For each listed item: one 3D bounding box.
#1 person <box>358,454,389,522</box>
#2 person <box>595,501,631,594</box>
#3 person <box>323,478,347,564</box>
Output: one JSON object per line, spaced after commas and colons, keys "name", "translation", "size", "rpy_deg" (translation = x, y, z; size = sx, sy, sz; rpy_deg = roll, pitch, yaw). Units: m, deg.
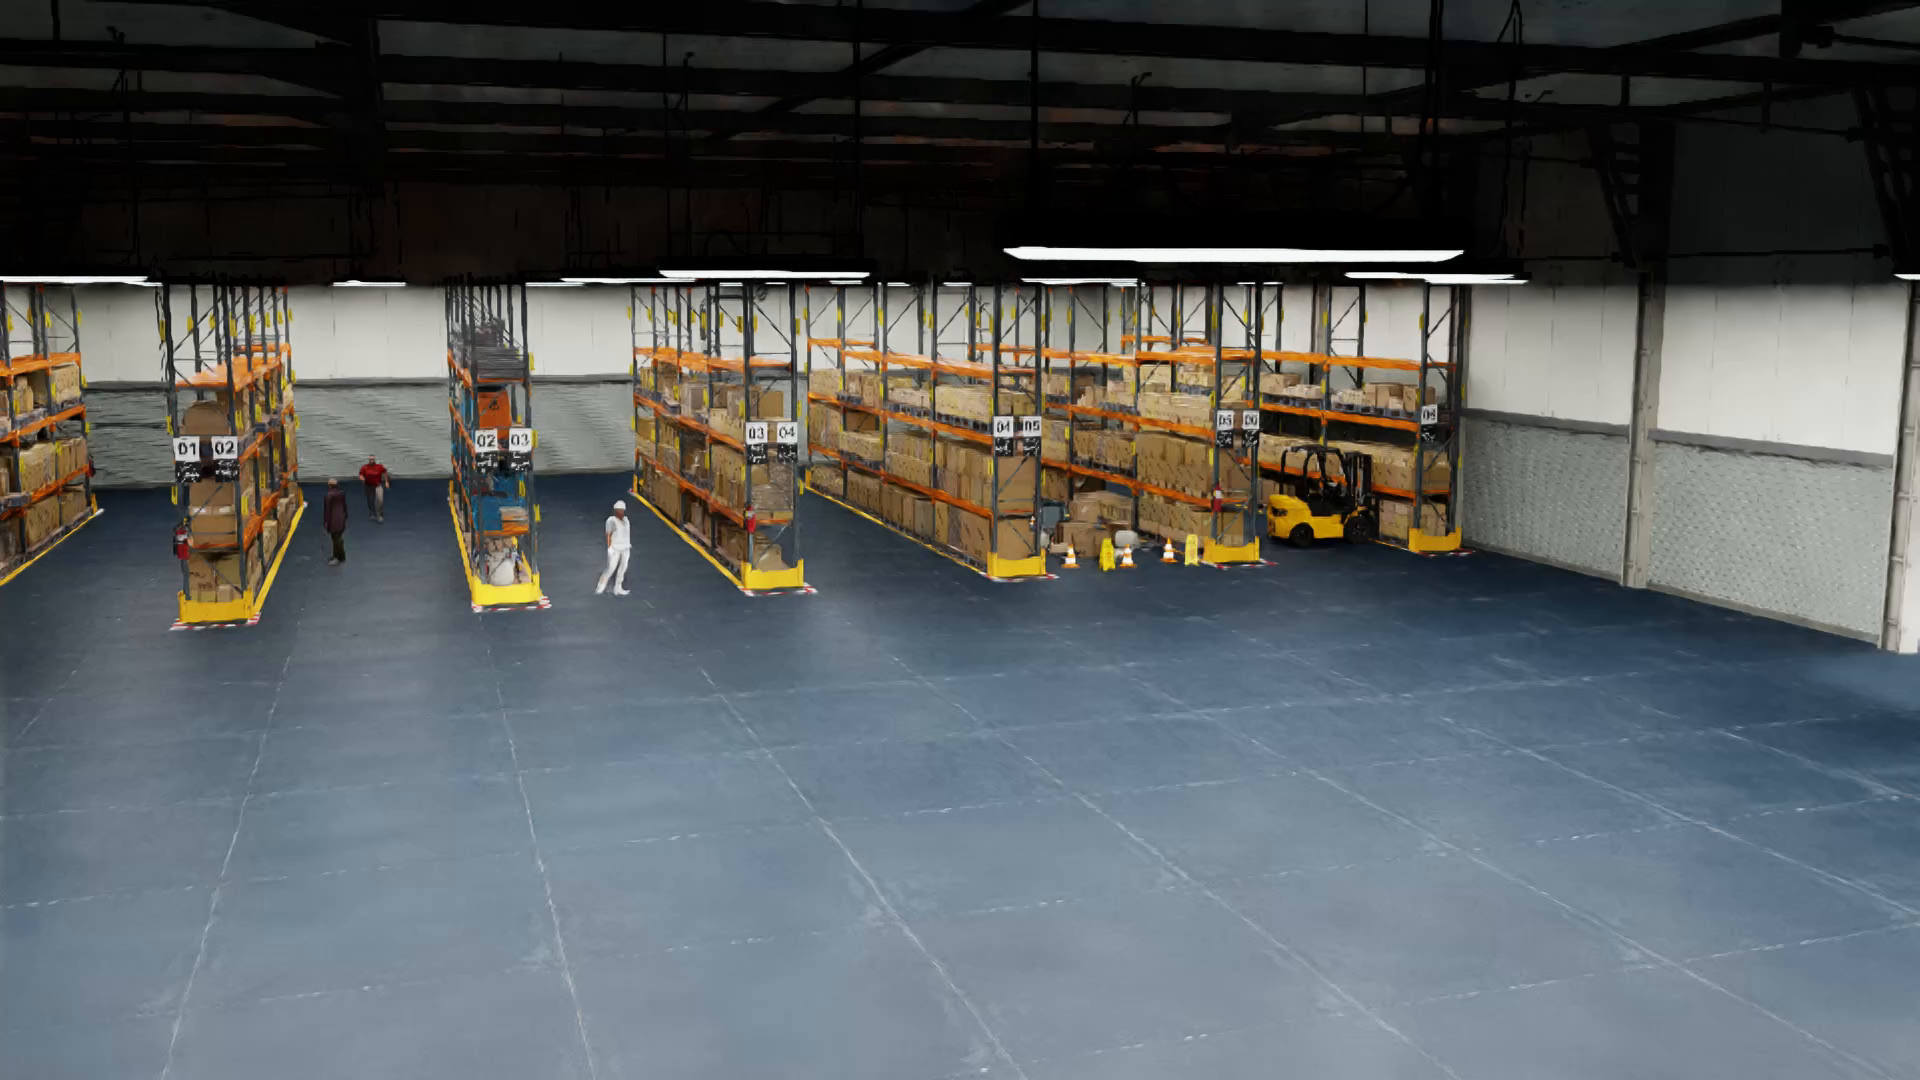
{"name": "person", "translation": [-14.536, -1.308, 41.236], "size": [0.686, 1.666, 0.867], "rpy_deg": [-2, 9, -13]}
{"name": "person", "translation": [-6.511, 0.151, 31.208], "size": [0.526, 1.769, 0.735], "rpy_deg": [5, 10, 31]}
{"name": "person", "translation": [-13.107, -0.413, 34.802], "size": [0.636, 1.775, 0.677], "rpy_deg": [2, 9, 13]}
